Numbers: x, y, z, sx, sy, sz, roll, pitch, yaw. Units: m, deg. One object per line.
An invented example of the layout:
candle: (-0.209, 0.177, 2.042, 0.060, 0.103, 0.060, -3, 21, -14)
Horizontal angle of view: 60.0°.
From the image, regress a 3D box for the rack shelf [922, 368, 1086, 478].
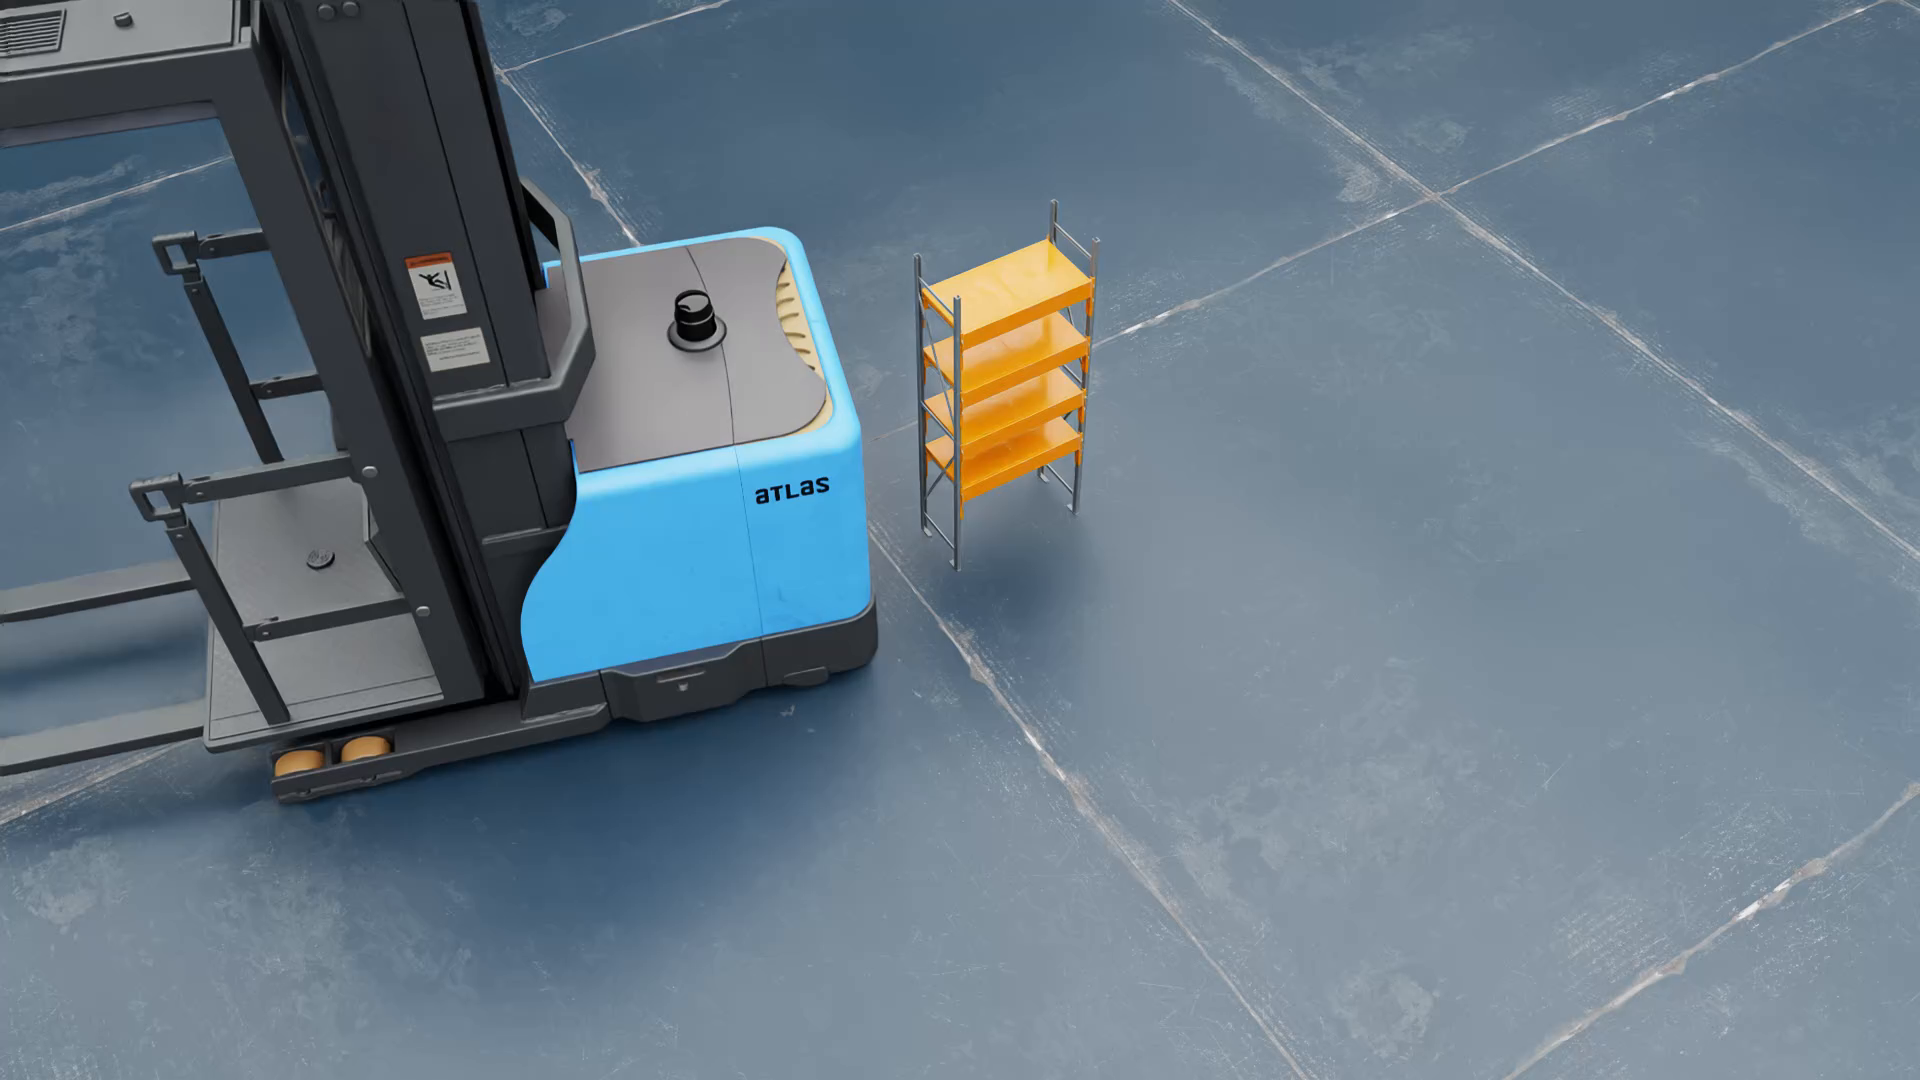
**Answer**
rack shelf: (0.140, -0.420, 5.411, 0.480, 0.148, 0.258, -25, 53, -21)

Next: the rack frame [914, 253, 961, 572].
rack frame: (-0.066, -0.368, 5.274, 0.015, 1.200, 0.240, -25, 53, -21)

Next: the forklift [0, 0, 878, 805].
forklift: (-1.839, -0.625, 4.344, 3.031, 2.935, 1.130, -11, 49, -10)

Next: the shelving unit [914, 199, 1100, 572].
shelving unit: (0.140, -0.465, 5.361, 0.503, 1.200, 0.258, -25, 53, -21)

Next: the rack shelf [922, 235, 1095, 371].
rack shelf: (0.140, -0.726, 5.067, 0.480, 0.148, 0.258, -25, 53, -21)

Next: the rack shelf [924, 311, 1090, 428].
rack shelf: (0.140, -0.569, 5.244, 0.480, 0.148, 0.258, -25, 53, -21)

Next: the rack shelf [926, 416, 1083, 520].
rack shelf: (0.140, -0.288, 5.559, 0.480, 0.148, 0.258, -25, 53, -21)

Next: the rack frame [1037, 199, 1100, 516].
rack frame: (0.346, -0.562, 5.447, 0.015, 1.200, 0.240, -25, 53, -21)
